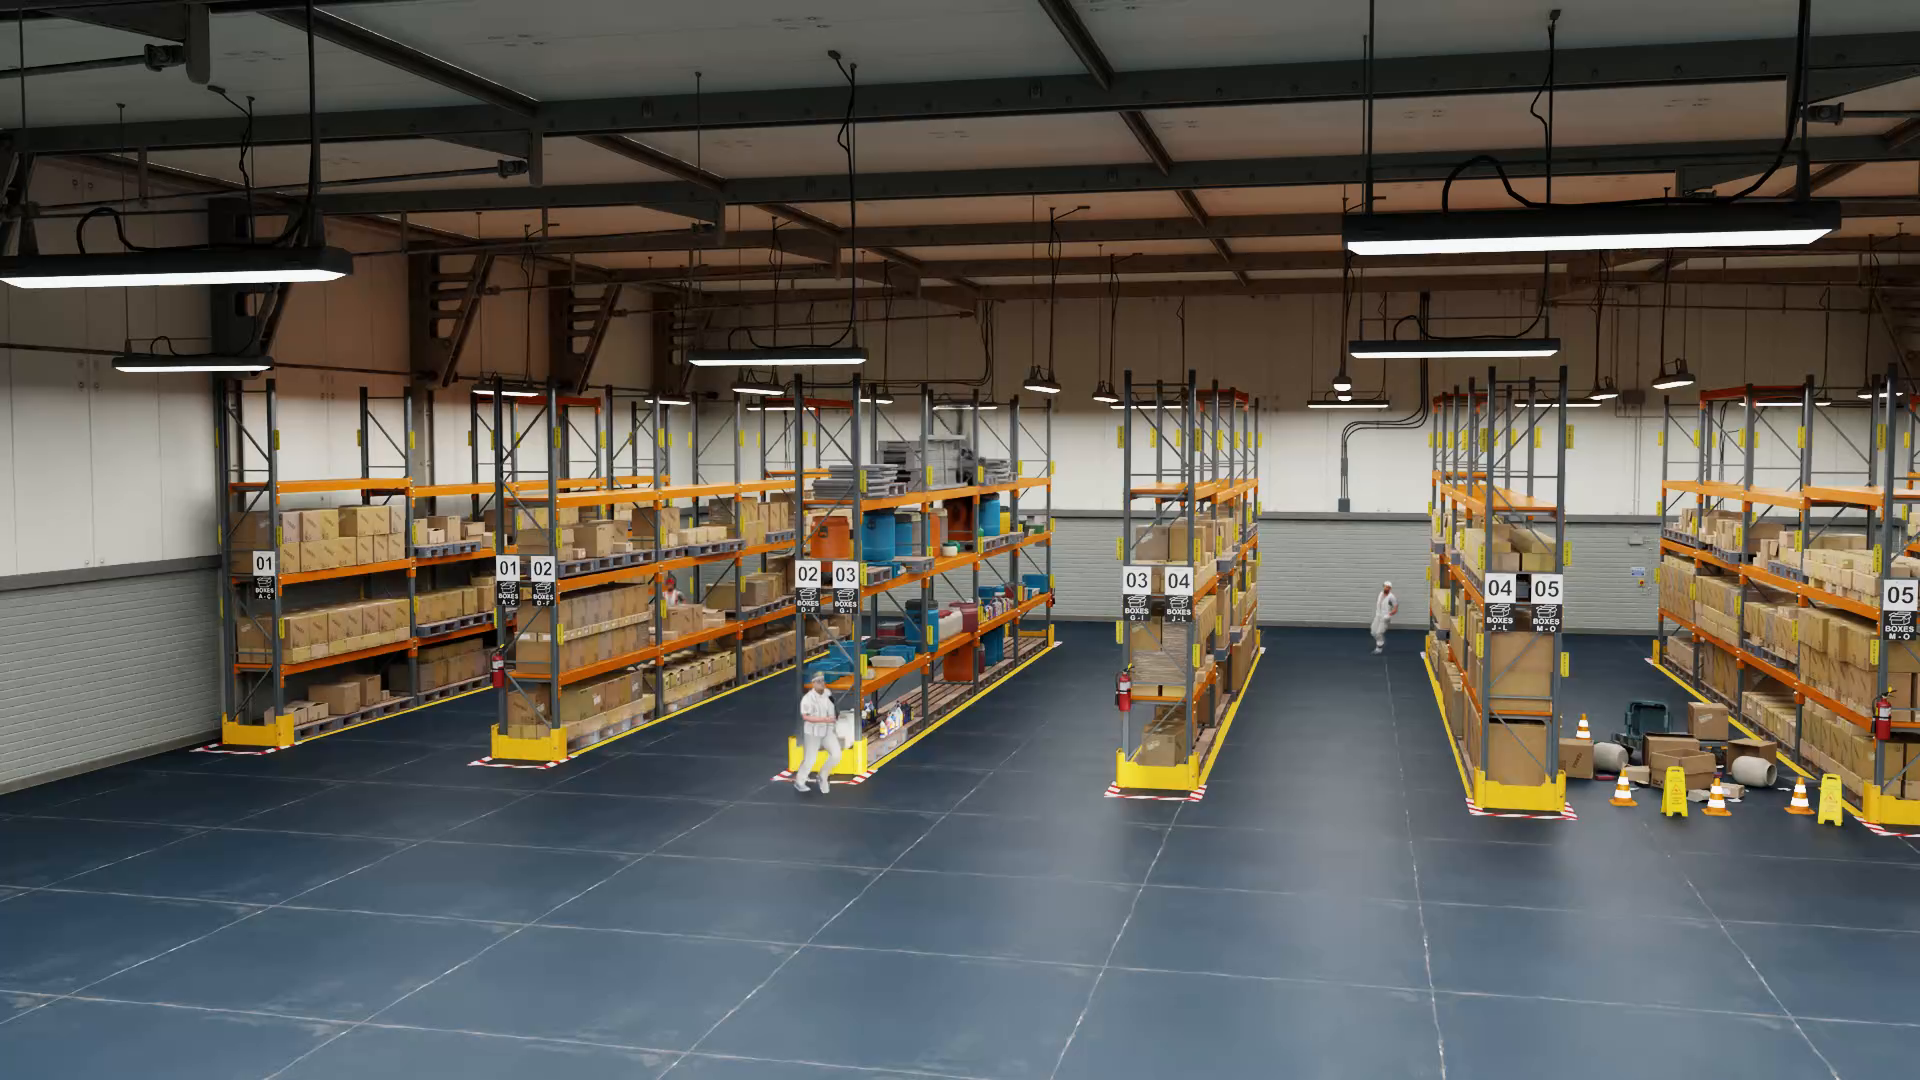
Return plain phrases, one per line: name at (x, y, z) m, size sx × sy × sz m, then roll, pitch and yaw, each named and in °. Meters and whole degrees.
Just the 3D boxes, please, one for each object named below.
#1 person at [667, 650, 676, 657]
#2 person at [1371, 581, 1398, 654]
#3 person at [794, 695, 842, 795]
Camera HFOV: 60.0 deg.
person at (-6.650, 2.507, 38.318) m, size 0.211 × 0.321 × 0.968 m, roll 0°, pitch 3°, yaw 2°
person at (9.929, 1.812, 38.775) m, size 0.497 × 1.728 × 0.706 m, roll -3°, pitch 4°, yaw -38°
person at (-2.000, 2.885, 23.471) m, size 0.444 × 1.406 × 0.747 m, roll -3°, pitch 4°, yaw -40°
